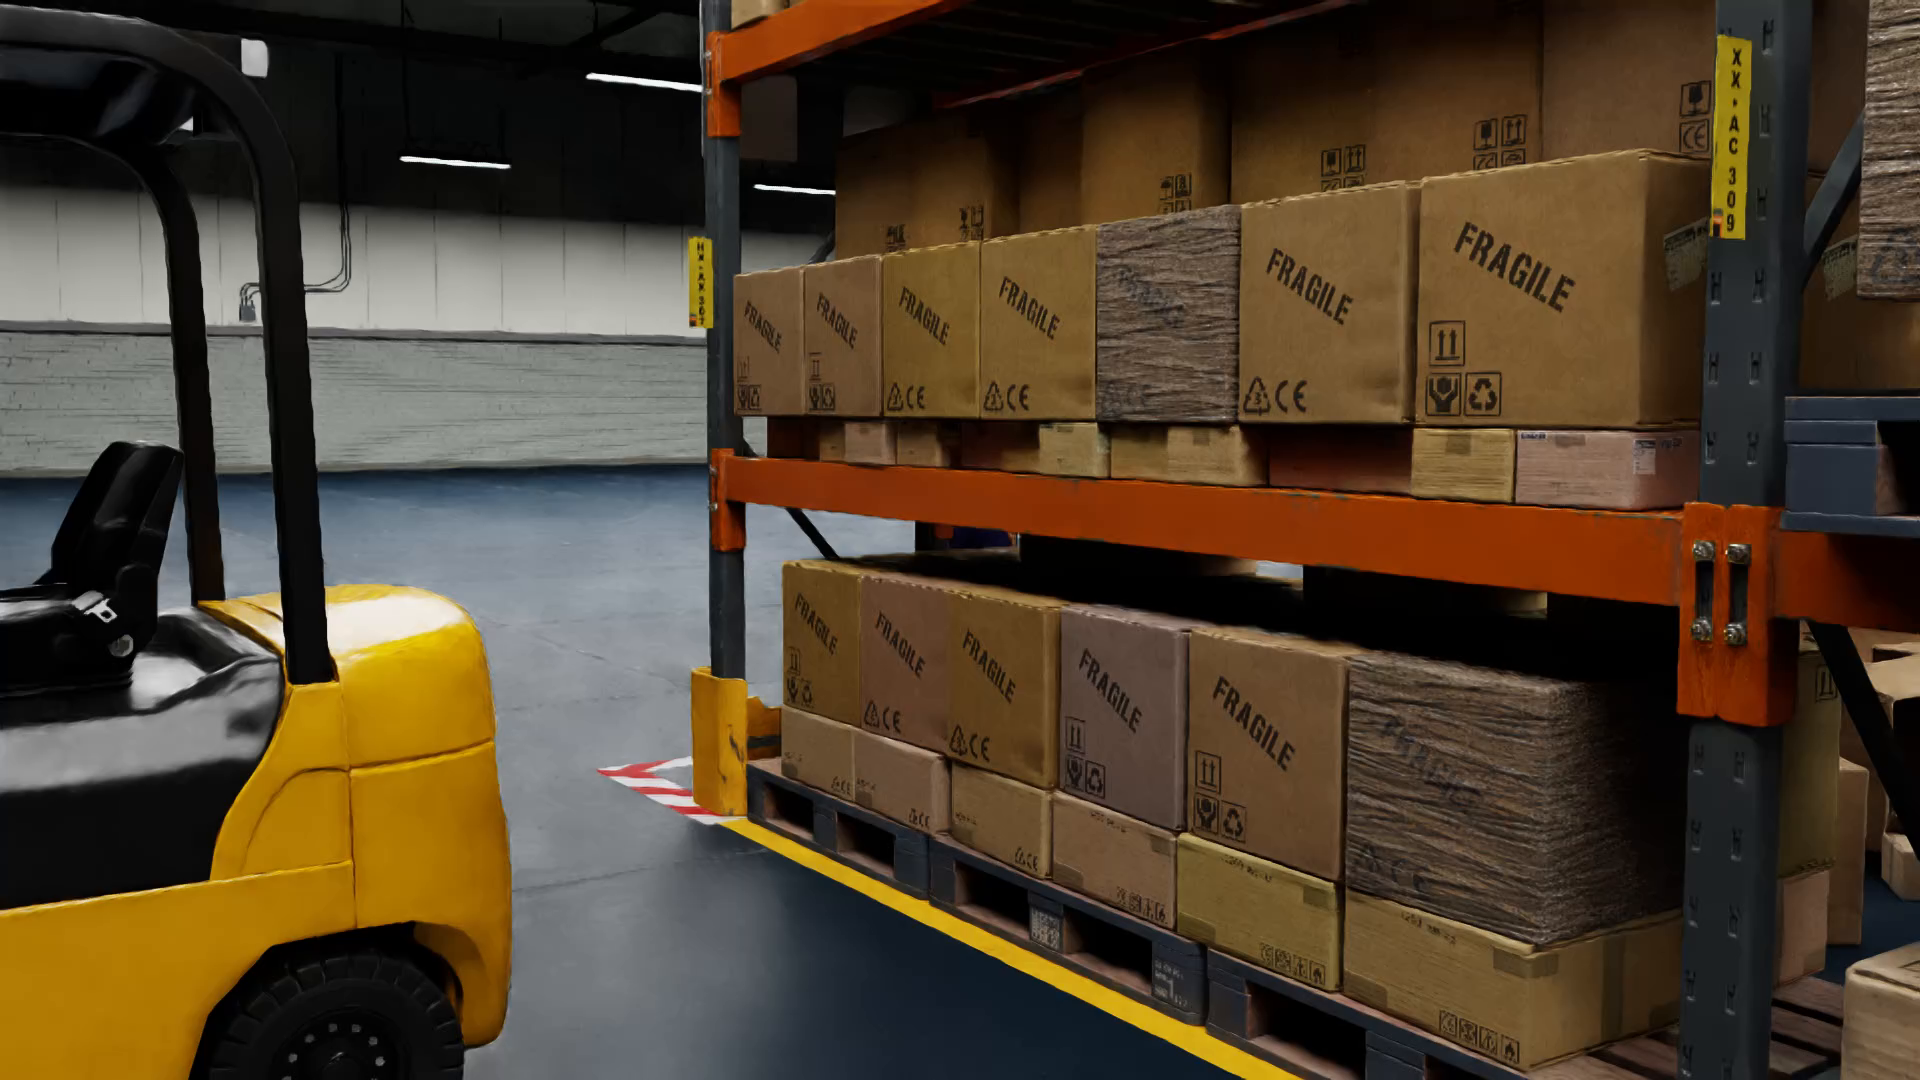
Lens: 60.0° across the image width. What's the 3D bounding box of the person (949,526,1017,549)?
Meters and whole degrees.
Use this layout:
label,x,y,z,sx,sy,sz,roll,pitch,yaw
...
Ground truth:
label,x,y,z,sx,sy,sz,roll,pitch,yaw
person,0.091,-0.057,8.820,0.494,1.657,0.407,3,6,32
